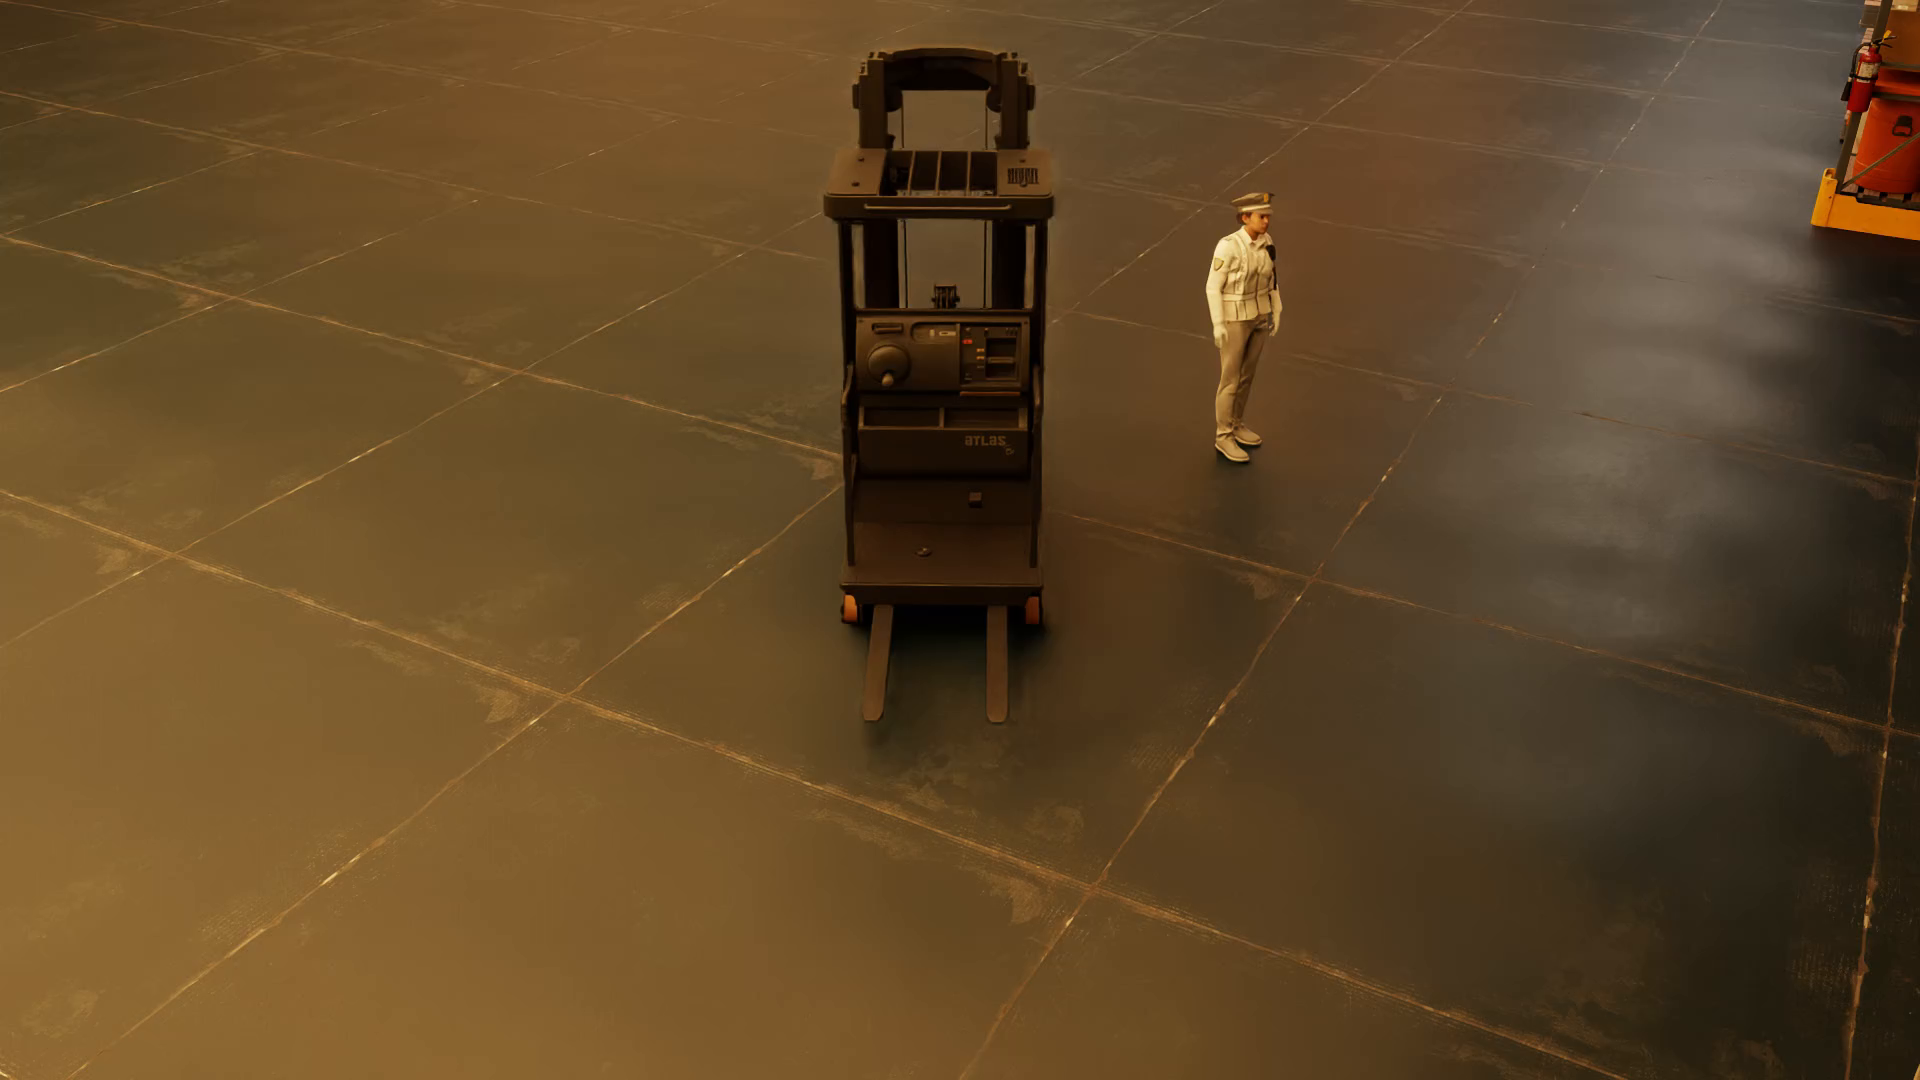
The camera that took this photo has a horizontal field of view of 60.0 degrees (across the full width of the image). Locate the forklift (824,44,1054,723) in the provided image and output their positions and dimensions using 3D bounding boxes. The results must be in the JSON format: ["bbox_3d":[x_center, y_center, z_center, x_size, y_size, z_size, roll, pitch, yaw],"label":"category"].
[{"bbox_3d":[-0.092,-0.955,8.725,1.130,2.935,3.031,1,30,1],"label":"forklift"}]

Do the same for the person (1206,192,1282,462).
[{"bbox_3d":[1.887,-1.400,10.728,0.594,1.697,0.519,-21,36,-32],"label":"person"}]
